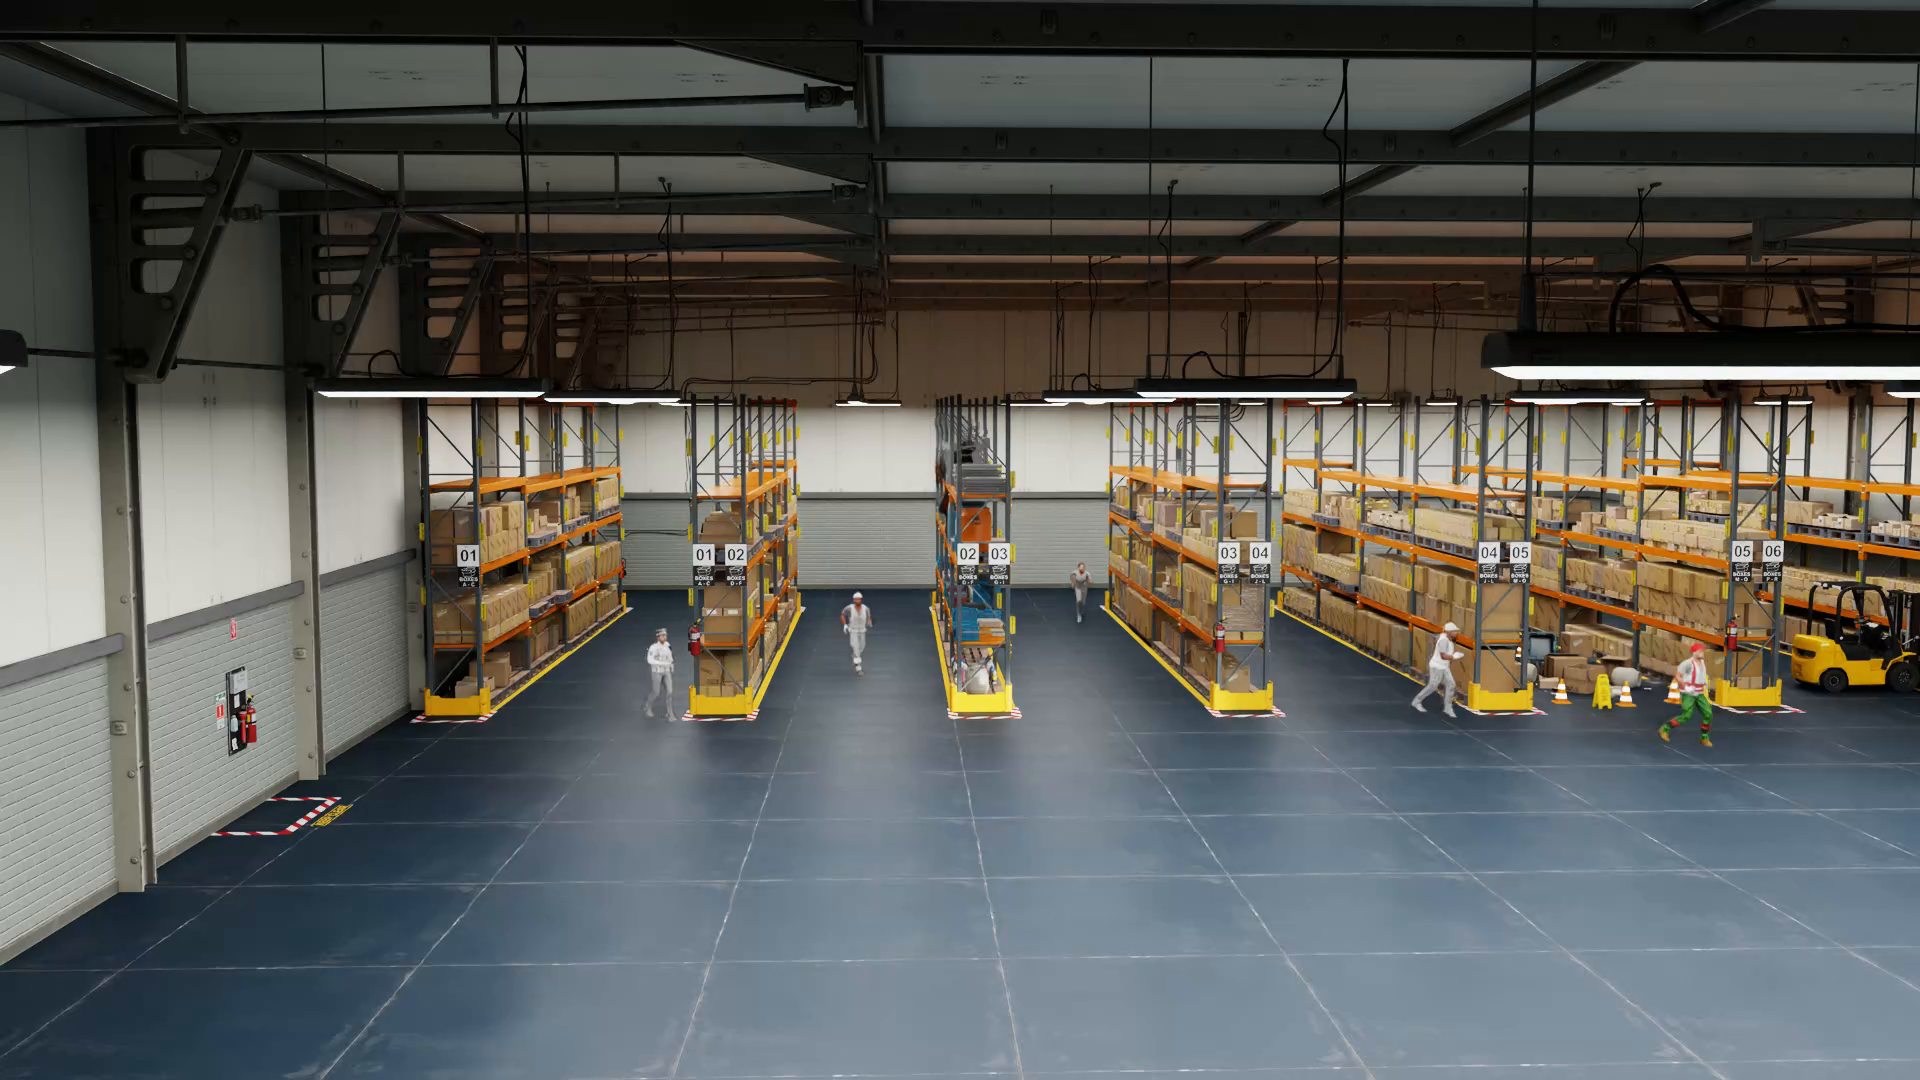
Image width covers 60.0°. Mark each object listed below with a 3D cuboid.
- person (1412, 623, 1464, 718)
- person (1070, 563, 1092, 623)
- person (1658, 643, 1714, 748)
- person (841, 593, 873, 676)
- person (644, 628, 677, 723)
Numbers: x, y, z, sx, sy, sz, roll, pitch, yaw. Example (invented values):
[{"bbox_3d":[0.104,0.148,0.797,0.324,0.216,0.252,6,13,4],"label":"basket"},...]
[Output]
[{"bbox_3d":[8.922,2.435,31.016,0.953,1.824,0.706,2,5,28],"label":"person"},{"bbox_3d":[3.241,1.395,44.582,0.559,1.629,0.895,0,5,-4],"label":"person"},{"bbox_3d":[12.443,2.637,28.323,0.885,1.778,0.732,-3,5,-33],"label":"person"},{"bbox_3d":[-2.252,2.009,36.000,0.631,1.779,0.954,-2,5,-21],"label":"person"},{"bbox_3d":[-5.515,2.474,30.612,0.797,1.744,0.626,4,6,45],"label":"person"}]
